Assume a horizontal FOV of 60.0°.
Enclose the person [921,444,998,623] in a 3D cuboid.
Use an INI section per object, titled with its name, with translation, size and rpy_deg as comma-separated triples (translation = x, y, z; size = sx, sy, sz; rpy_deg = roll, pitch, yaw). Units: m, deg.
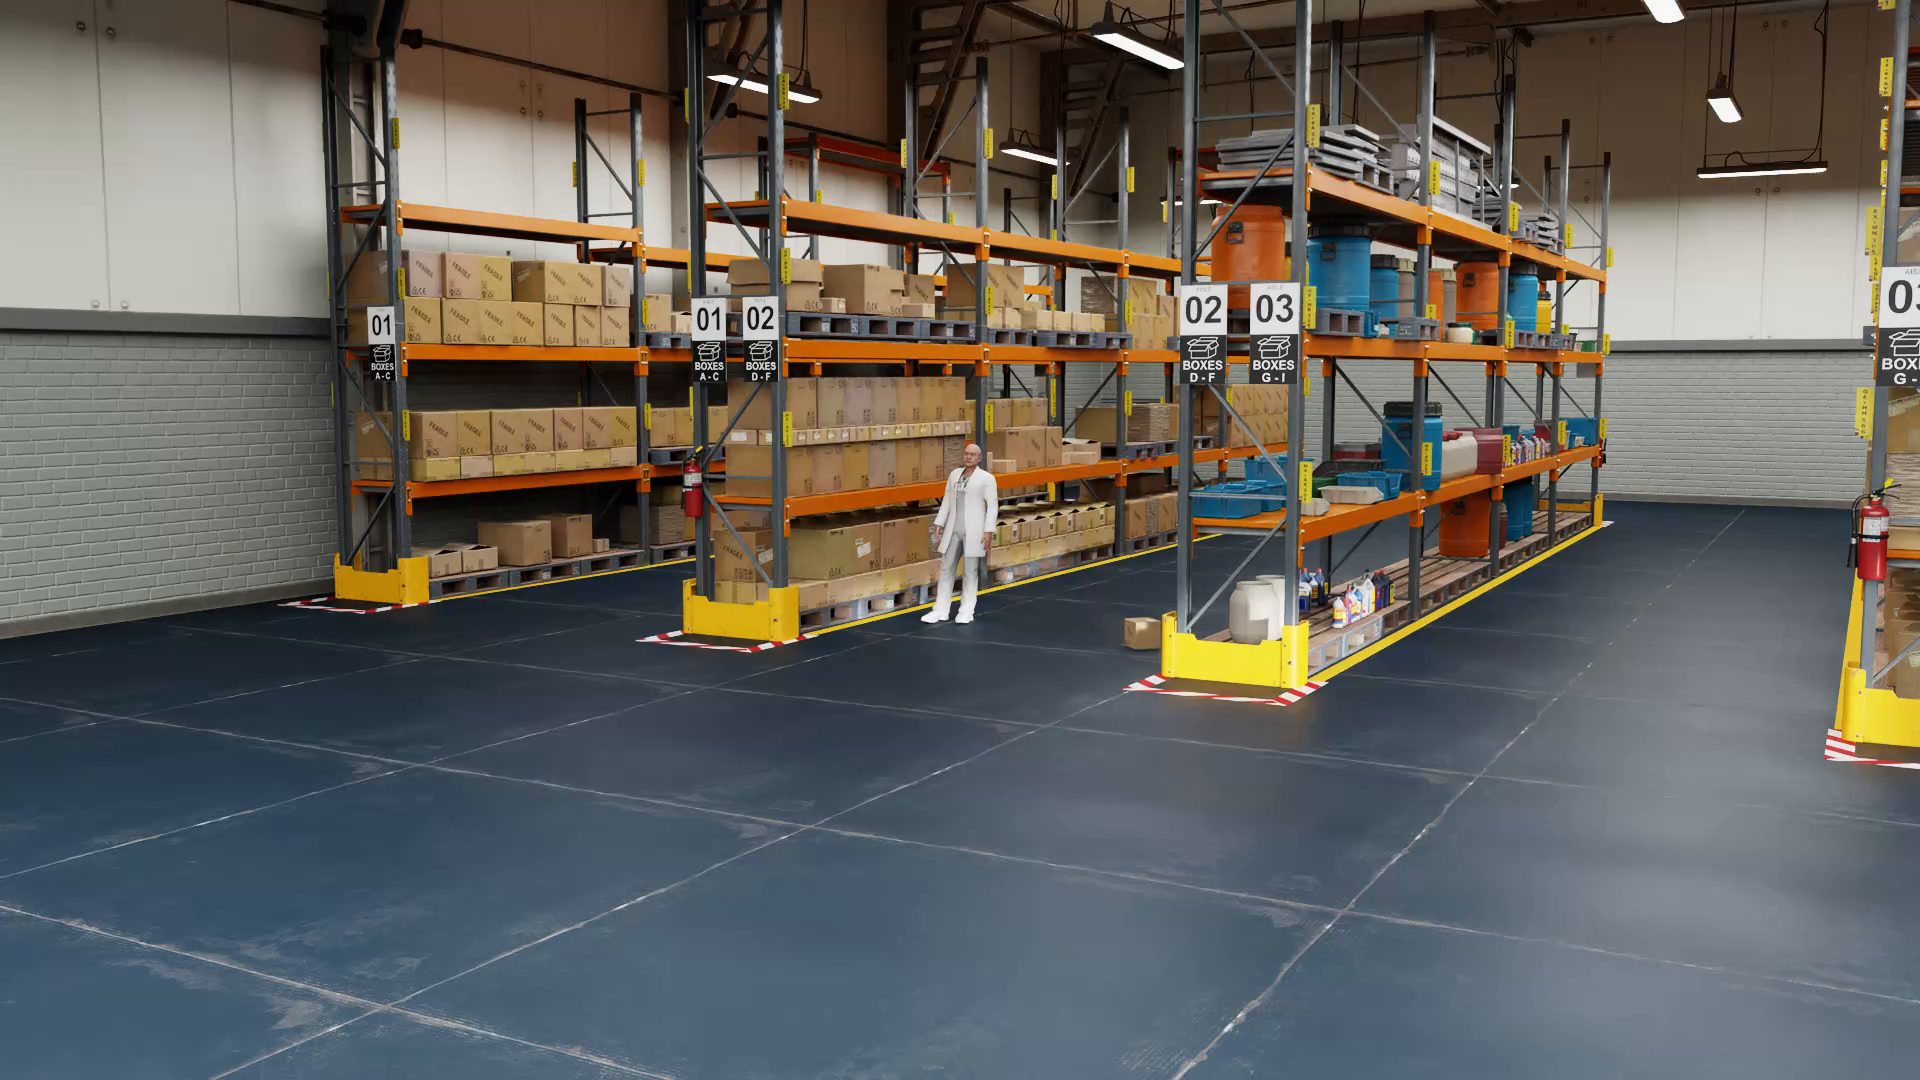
[person]
translation = 0.011, -0.063, 16.596
size = 0.697, 1.778, 0.578
rpy_deg = 3, 7, 29
